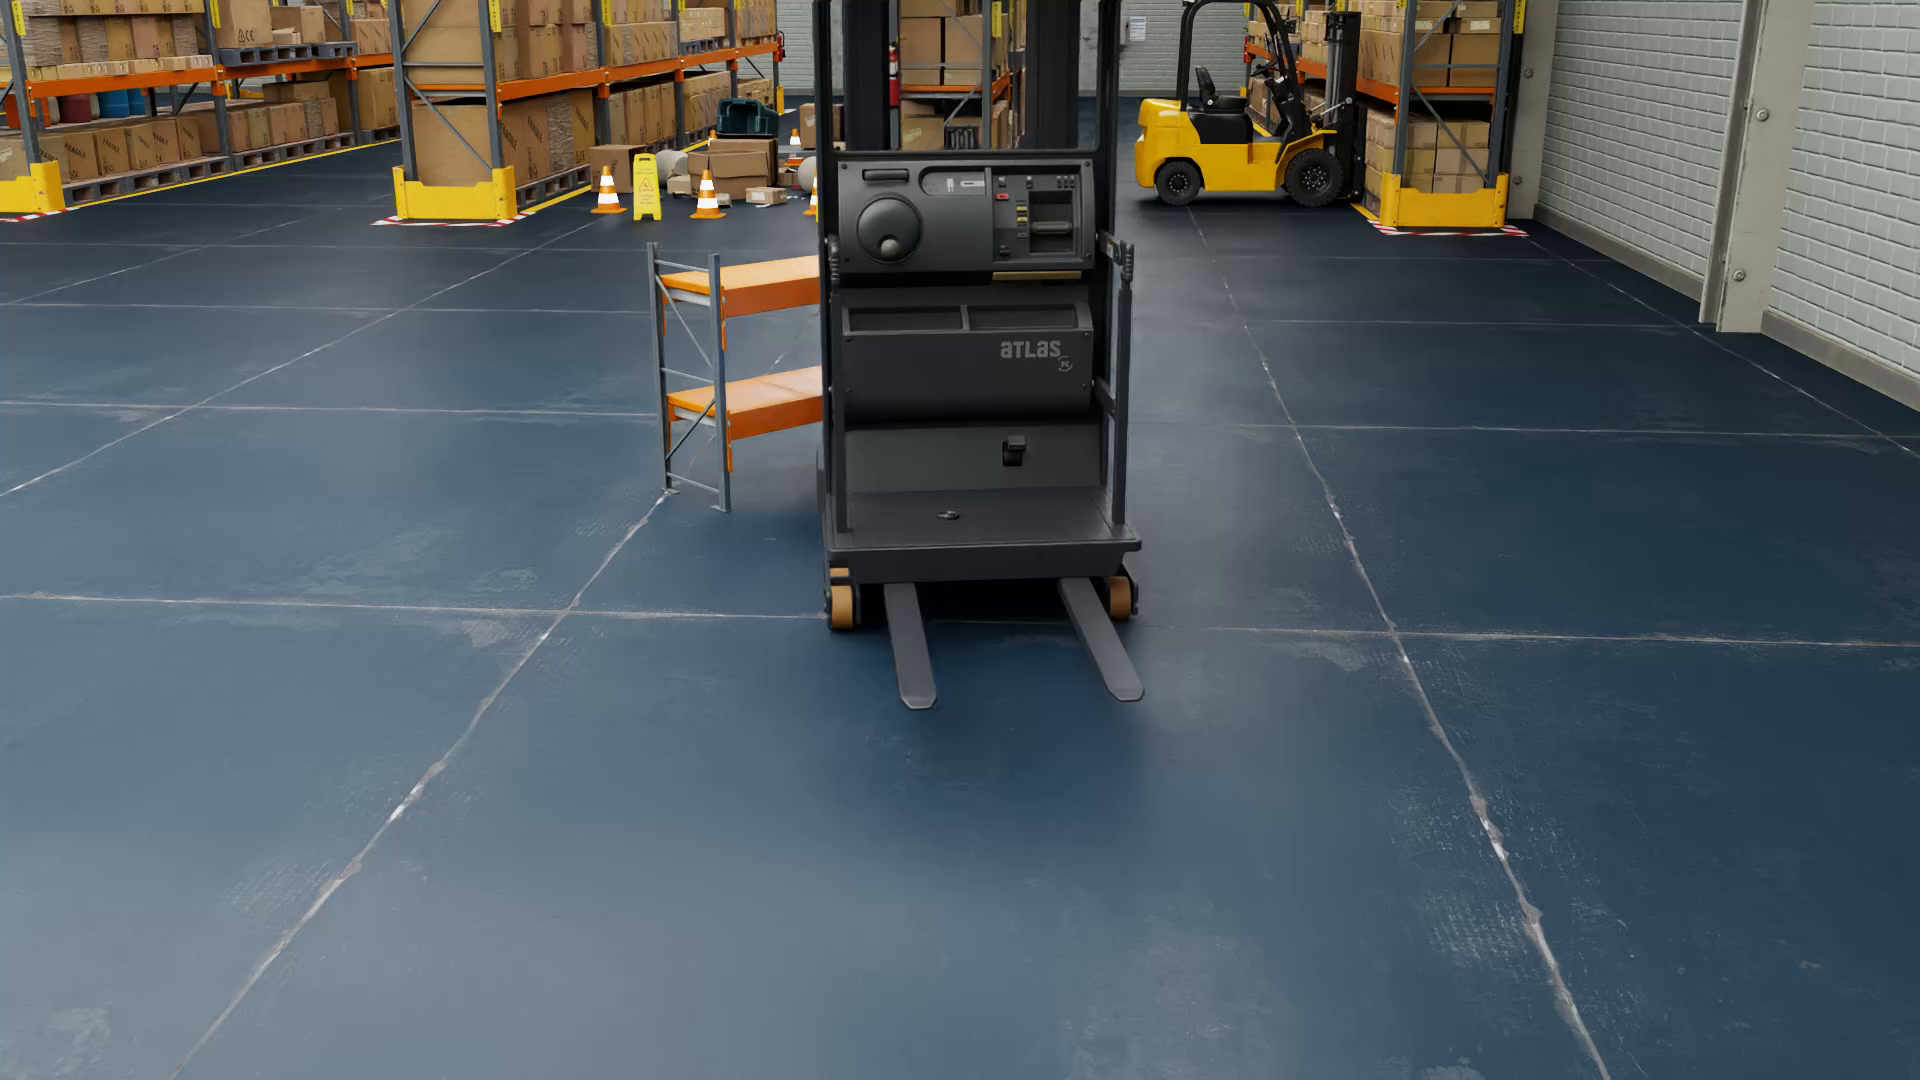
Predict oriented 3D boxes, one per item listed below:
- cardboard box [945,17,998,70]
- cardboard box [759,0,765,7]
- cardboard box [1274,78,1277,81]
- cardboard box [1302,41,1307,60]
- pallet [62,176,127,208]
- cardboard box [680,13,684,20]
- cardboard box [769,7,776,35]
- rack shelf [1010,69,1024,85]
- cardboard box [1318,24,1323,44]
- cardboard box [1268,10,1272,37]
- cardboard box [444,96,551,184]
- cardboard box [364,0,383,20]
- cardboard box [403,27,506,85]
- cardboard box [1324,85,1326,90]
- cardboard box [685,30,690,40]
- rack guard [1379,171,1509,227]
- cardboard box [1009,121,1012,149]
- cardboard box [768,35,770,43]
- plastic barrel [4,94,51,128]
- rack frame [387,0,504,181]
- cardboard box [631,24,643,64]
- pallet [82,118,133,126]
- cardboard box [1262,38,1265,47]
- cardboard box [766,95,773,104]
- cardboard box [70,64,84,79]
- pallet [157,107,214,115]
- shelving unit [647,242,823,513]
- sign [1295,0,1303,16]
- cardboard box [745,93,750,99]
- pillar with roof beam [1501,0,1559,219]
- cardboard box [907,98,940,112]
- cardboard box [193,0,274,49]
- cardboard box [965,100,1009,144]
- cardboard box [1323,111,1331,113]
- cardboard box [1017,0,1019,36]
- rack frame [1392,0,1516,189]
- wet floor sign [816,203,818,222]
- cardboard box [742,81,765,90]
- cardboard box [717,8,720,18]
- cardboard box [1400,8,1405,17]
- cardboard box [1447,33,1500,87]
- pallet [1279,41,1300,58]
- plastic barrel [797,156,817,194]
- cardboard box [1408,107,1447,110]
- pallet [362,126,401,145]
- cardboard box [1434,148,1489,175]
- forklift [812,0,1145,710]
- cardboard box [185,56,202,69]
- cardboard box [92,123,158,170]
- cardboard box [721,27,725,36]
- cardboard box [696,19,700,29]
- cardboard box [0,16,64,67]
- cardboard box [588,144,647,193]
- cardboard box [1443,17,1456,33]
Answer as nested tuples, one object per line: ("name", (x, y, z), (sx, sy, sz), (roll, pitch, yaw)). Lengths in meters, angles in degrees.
("cardboard box", (0.118, -4.992, 16.703), (0.500, 0.500, 0.500), (1, 18, 3))
("cardboard box", (-3.839, -9.908, 30.099), (0.500, 0.500, 0.500), (2, 18, 7))
("cardboard box", (5.328, -7.494, 27.275), (0.380, 0.149, 0.250), (2, 18, 7))
("cardboard box", (5.057, -6.834, 23.202), (0.500, 0.250, 0.500), (1, 18, 4))
("pallet", (-9.978, -3.834, 18.283), (1.003, 0.211, 1.213), (1, 18, 4))
("cardboard box", (-4.320, -7.812, 24.719), (0.380, 0.149, 0.250), (1, 18, 2))
("cardboard box", (-3.765, -9.754, 31.236), (0.500, 0.500, 0.500), (2, 18, 5))
("rack shelf", (0.238, -6.184, 22.133), (1.077, 0.370, 4.000), (1, 18, 4))
("cardboard box", (4.953, -6.594, 21.669), (0.500, 0.250, 0.500), (2, 18, 5))
("cardboard box", (5.361, -8.381, 26.850), (0.700, 0.500, 0.500), (2, 18, 5))
("cardboard box", (-5.093, -4.417, 18.323), (0.875, 0.875, 0.875), (1, 18, 3))
("cardboard box", (-9.385, -8.321, 25.730), (0.797, 0.503, 0.637), (2, 18, 5))
("cardboard box", (-5.156, -4.929, 16.907), (0.875, 0.550, 0.550), (1, 18, 4))
("cardboard box", (5.747, -6.838, 25.272), (0.380, 0.149, 0.250), (1, 18, 3))
("cardboard box", (-4.292, -7.608, 25.053), (0.380, 0.149, 0.250), (2, 18, 7))
("rack guard", (4.757, -3.357, 16.366), (1.175, 0.500, 0.348), (1, 18, 4))
("cardboard box", (0.178, -5.242, 21.648), (0.950, 0.372, 0.625), (2, 18, 7))
("cardboard box", (-3.787, -9.407, 31.219), (0.380, 0.149, 0.250), (1, 18, 4))
("plastic barrel", (-14.426, -6.799, 25.667), (0.600, 0.830, 0.708), (1, 18, 4))
("rack frame", (-5.137, -4.741, 16.576), (1.000, 3.000, 0.127), (1, 18, 4))
("cardboard box", (-4.470, -6.501, 21.784), (0.500, 0.500, 0.500), (1, 18, 4))
("pallet", (-14.339, -6.777, 27.267), (1.003, 0.211, 1.213), (1, 18, 4))
("cardboard box", (5.418, -8.588, 28.719), (0.380, 0.149, 0.250), (1, 18, 3))
("cardboard box", (-3.737, -8.305, 31.356), (0.380, 0.149, 0.250), (2, 18, 6))
("cardboard box", (-9.752, -5.080, 18.012), (0.380, 0.149, 0.250), (1, 18, 4))
("pallet", (-14.143, -7.625, 29.855), (1.003, 0.211, 1.213), (1, 18, 4))
("shelving unit", (-0.820, -0.822, 7.626), (1.048, 1.125, 0.538), (-16, 24, -41))
("sign", (4.790, -7.559, 23.443), (0.100, 0.325, 0.005), (1, 18, 4))
("cardboard box", (-3.956, -7.886, 29.598), (0.380, 0.149, 0.250), (2, 18, 6))
("pillar with roof beam", (1.414, -7.696, 15.957), (9.100, 9.000, 0.400), (1, 18, 4))
("cardboard box", (-0.415, -4.668, 17.847), (0.380, 0.149, 0.250), (2, 18, 5))
("cardboard box", (-9.594, -6.854, 21.386), (1.000, 1.000, 1.000), (1, 18, 4))
("cardboard box", (0.320, -4.964, 19.793), (0.500, 0.500, 0.500), (1, 18, 3))
("cardboard box", (5.135, -5.269, 21.326), (0.875, 0.625, 0.625), (1, 18, 3))
("cardboard box", (0.498, -6.741, 21.366), (0.500, 0.500, 0.500), (1, 18, 4))
("rack frame", (4.759, -4.553, 16.000), (1.000, 3.000, 0.127), (1, 18, 4))
("wet floor sign", (-1.273, -3.508, 16.594), (0.267, 0.644, 0.232), (8, 20, 23))
("cardboard box", (-3.788, -8.344, 30.520), (0.380, 0.149, 0.250), (2, 18, 6))
("cardboard box", (-4.129, -8.619, 27.182), (0.380, 0.149, 0.250), (1, 18, 2))
("cardboard box", (4.561, -5.243, 16.427), (0.380, 0.149, 0.250), (1, 18, 4))
("cardboard box", (5.071, -4.748, 16.435), (0.500, 0.500, 0.500), (2, 18, 6))
("pallet", (5.311, -7.158, 24.260), (1.213, 0.211, 1.003), (1, 18, 4))
("plastic barrel", (-1.554, -4.113, 18.796), (0.512, 0.421, 0.421), (17, 25, 41))
("cardboard box", (5.132, -4.691, 18.559), (0.500, 0.250, 0.500), (1, 18, 4))
("pallet", (-9.372, -6.286, 25.769), (1.003, 0.211, 1.213), (1, 18, 4))
("cardboard box", (5.000, -3.825, 16.716), (0.500, 0.250, 0.500), (2, 18, 5))
("forklift", (0.048, -1.180, 5.817), (1.130, 2.935, 3.031), (-2, 18, -5))
("cardboard box", (-9.540, -5.856, 20.380), (0.380, 0.149, 0.250), (1, 18, 4))
("cardboard box", (-9.858, -4.642, 19.611), (0.500, 0.500, 0.500), (0, 18, -1))
("cardboard box", (-4.108, -8.421, 27.534), (0.380, 0.149, 0.250), (1, 18, 3))
("cardboard box", (-4.238, -7.993, 25.751), (0.380, 0.149, 0.250), (1, 18, 3))
("cardboard box", (-10.010, -5.243, 17.467), (0.875, 0.500, 0.500), (1, 18, 4))
("cardboard box", (-3.938, -4.292, 19.215), (0.500, 0.500, 0.500), (4, 19, 13))
("cardboard box", (4.996, -5.086, 16.425), (0.380, 0.149, 0.250), (1, 18, 4))
